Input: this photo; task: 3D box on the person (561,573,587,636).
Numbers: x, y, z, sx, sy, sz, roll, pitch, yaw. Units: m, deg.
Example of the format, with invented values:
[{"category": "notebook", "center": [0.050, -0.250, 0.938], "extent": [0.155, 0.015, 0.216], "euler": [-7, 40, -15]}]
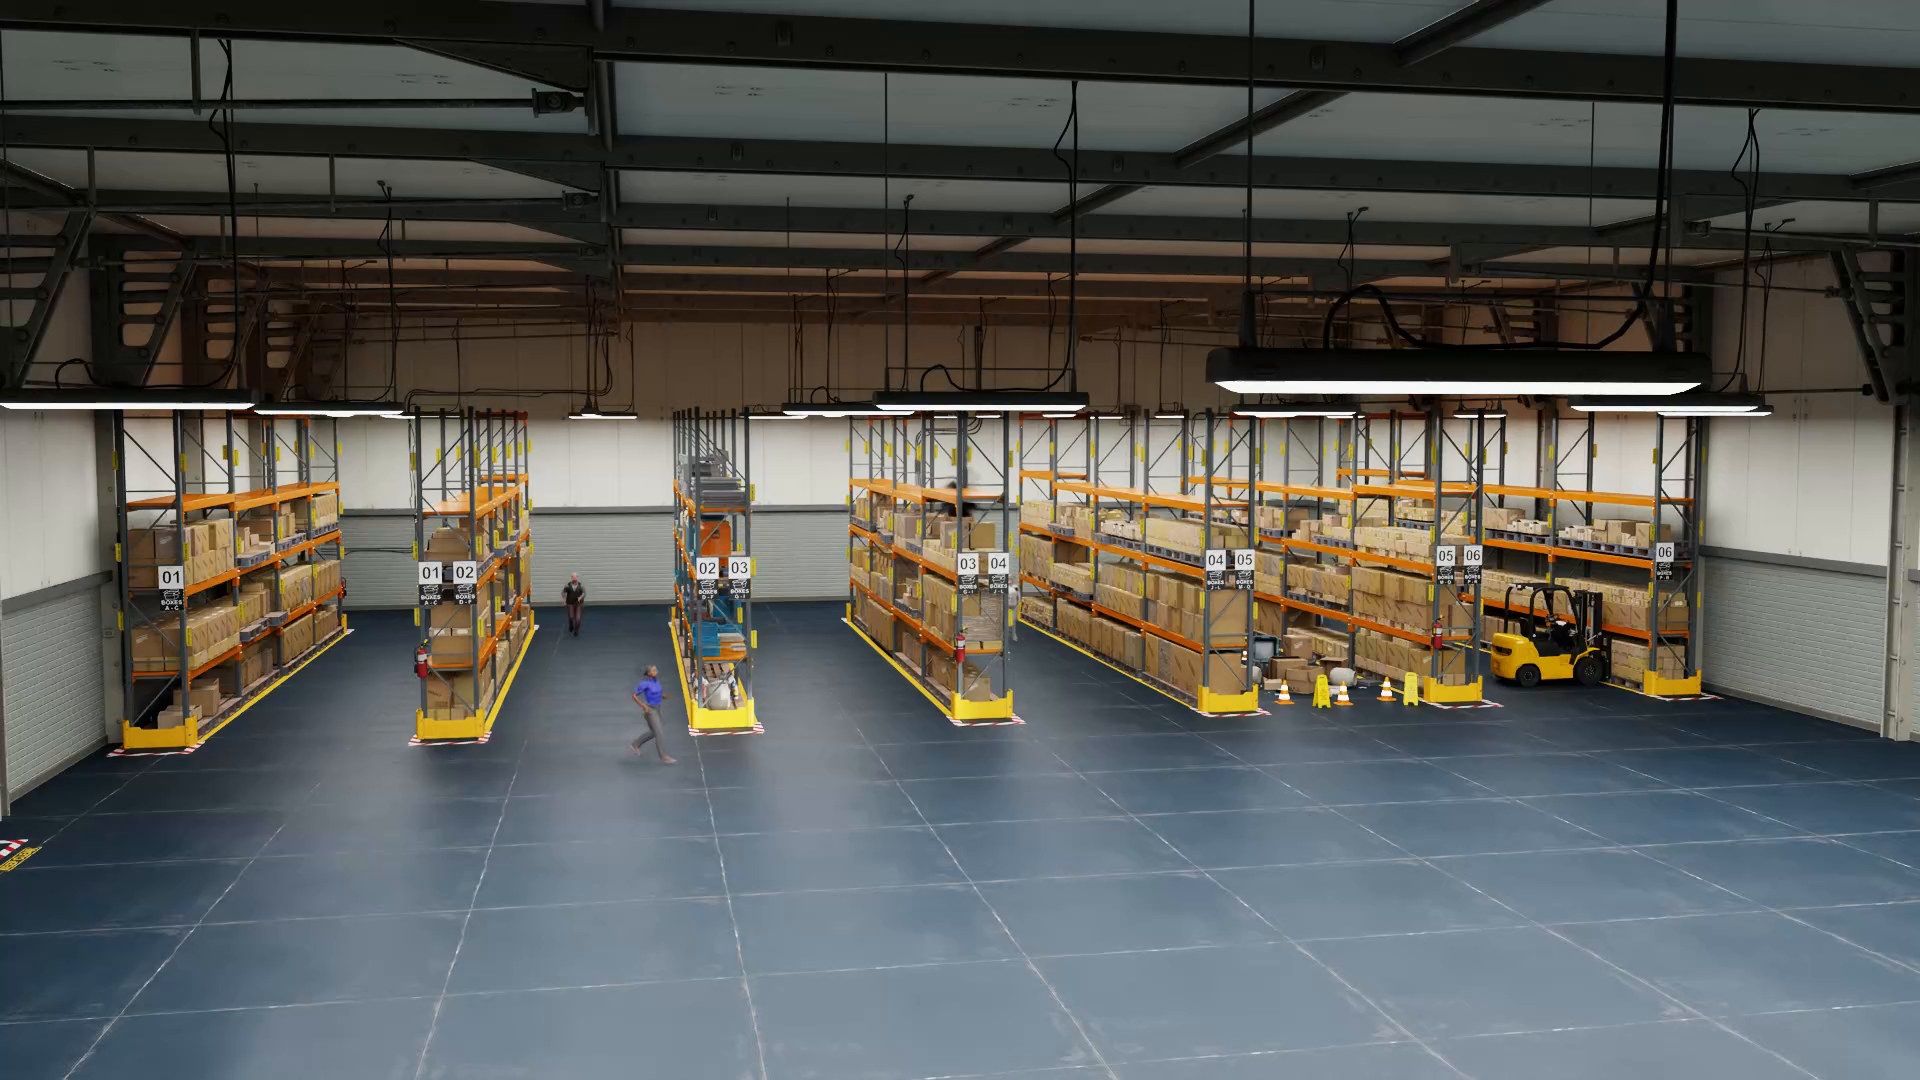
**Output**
[{"category": "person", "center": [-10.290, 1.730, 44.392], "extent": [0.660, 1.677, 0.570], "euler": [-1, 4, -15]}]

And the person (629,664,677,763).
[{"category": "person", "center": [-5.171, 2.898, 27.885], "extent": [0.935, 1.635, 0.581], "euler": [1, 4, 17]}]

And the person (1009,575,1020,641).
[{"category": "person", "center": [1.312, 1.753, 43.690], "extent": [0.629, 1.722, 0.867], "euler": [-1, 4, -13]}]
